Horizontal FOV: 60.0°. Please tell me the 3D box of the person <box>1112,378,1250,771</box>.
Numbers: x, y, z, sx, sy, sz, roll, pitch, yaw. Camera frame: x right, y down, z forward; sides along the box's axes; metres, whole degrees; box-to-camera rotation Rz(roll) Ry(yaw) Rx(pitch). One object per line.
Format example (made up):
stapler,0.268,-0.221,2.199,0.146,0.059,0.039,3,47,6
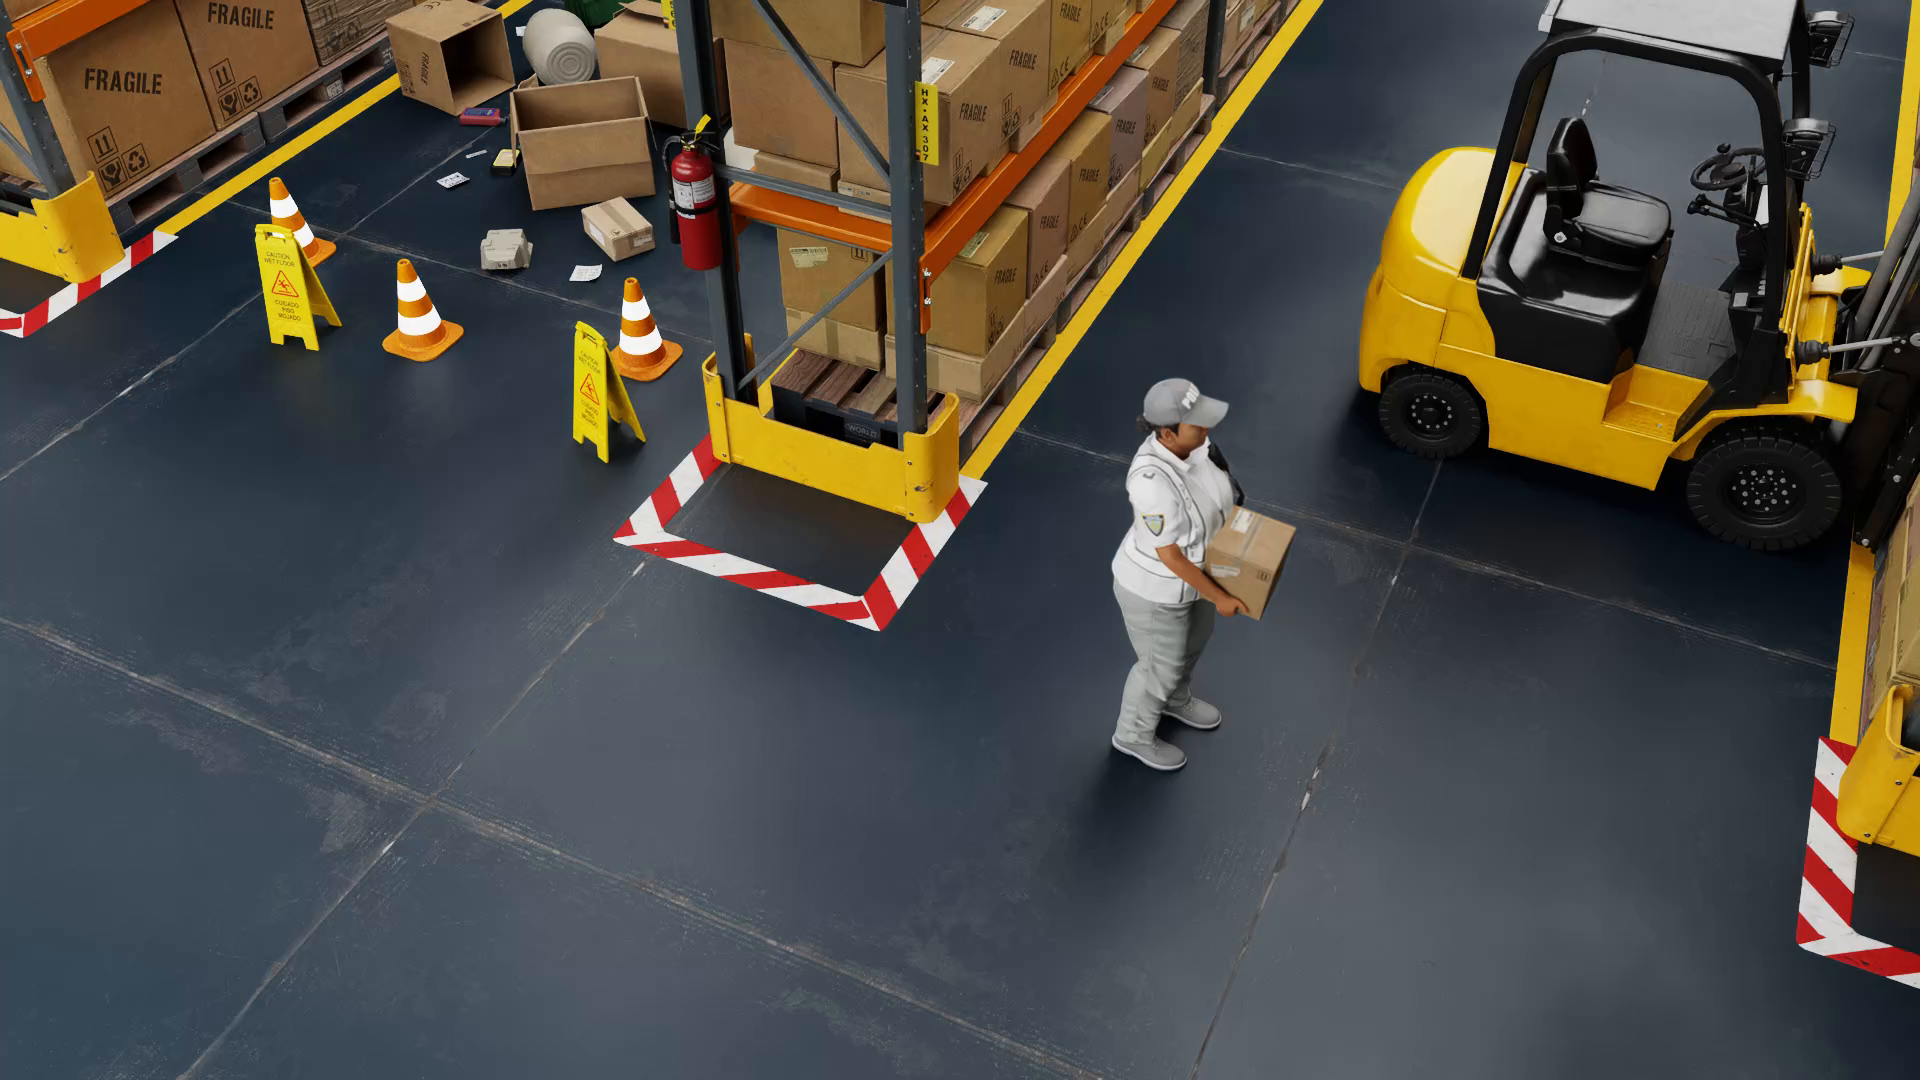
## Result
person,0.828,0.139,6.012,0.534,1.653,0.453,18,45,18
